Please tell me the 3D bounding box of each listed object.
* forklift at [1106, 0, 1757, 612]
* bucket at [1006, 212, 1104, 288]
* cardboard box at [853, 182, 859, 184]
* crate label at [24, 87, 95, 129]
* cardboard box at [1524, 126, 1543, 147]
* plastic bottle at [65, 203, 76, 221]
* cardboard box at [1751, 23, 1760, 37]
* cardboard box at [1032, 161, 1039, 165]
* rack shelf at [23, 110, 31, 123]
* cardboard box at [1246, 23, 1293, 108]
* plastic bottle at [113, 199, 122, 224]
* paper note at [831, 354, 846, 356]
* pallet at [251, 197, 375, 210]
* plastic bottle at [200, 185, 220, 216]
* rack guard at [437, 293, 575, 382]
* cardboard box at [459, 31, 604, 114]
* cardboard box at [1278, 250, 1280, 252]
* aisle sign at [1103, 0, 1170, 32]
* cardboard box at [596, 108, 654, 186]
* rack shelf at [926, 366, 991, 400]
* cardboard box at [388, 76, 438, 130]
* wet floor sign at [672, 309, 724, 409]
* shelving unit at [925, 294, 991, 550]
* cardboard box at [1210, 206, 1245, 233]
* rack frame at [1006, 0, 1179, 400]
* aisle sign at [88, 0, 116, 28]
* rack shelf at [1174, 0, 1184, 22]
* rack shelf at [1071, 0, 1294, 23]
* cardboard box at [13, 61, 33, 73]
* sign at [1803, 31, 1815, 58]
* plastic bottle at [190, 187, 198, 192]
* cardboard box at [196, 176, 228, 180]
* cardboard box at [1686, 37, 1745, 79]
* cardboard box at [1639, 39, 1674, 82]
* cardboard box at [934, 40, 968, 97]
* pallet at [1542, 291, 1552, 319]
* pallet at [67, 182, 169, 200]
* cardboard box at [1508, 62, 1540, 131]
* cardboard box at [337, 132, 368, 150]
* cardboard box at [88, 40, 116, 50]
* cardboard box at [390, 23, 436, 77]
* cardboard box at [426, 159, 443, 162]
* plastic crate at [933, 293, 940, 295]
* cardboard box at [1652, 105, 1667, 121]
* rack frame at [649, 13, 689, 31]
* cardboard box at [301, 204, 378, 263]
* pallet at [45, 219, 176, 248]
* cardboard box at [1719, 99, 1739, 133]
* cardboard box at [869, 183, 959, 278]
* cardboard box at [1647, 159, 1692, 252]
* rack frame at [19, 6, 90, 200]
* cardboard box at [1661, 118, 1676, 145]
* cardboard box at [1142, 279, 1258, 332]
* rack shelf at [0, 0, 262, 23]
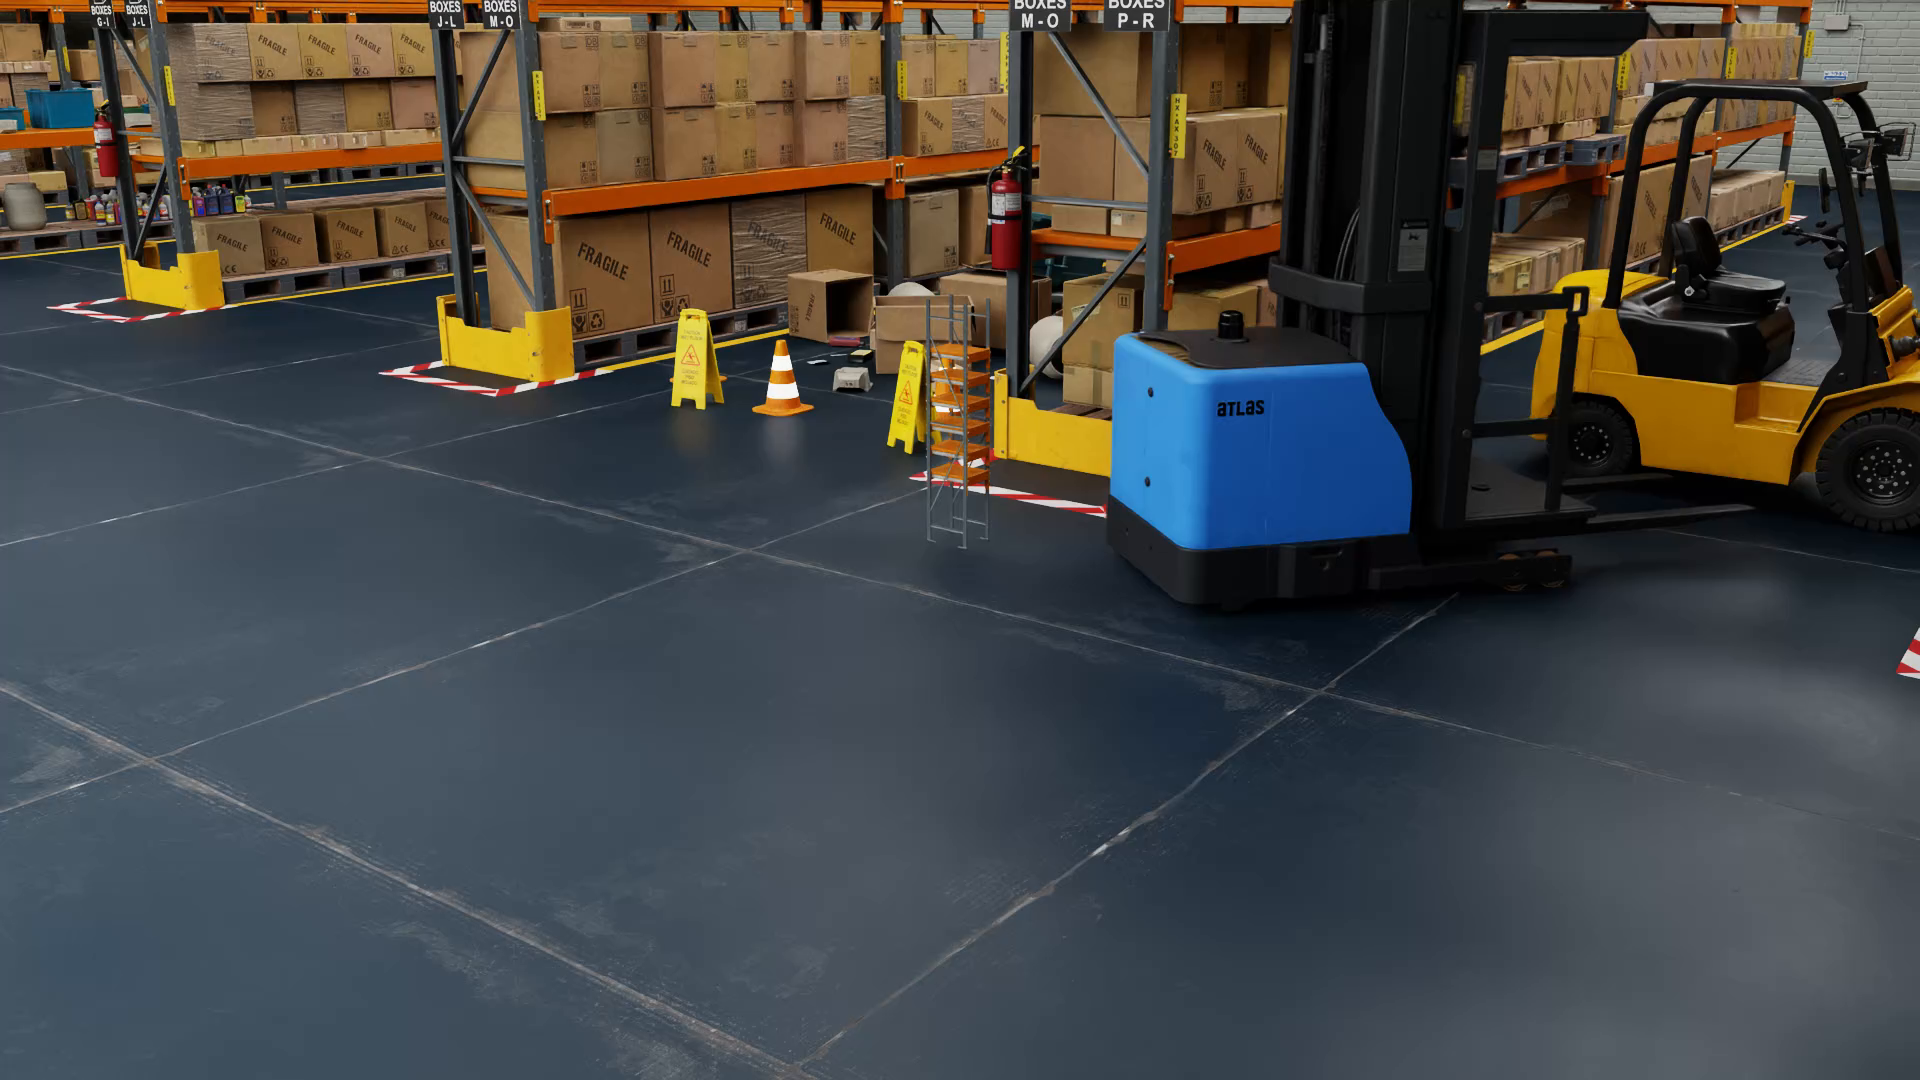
[{"bbox_3d":[2.275,-1.314,7.533,3.031,2.935,1.130,-5,18,-14],"label":"forklift"},{"bbox_3d":[0.820,-2.377,13.795,0.620,0.611,0.726,0,14,-35],"label":"bucket"},{"bbox_3d":[-2.062,-4.853,21.690,1.225,0.875,0.875,11,21,32],"label":"cardboard box"},{"bbox_3d":[-10.355,-4.980,19.162,0.502,0.435,0.616,12,21,35],"label":"crate label"},{"bbox_3d":[4.467,-3.265,13.415,0.380,0.149,0.250,13,22,37],"label":"cardboard box"},{"bbox_3d":[-10.493,-3.865,19.610,0.097,0.201,0.097,0,17,0],"label":"plastic bottle"},{"bbox_3d":[8.885,-5.812,18.952,0.380,0.149,0.250,12,21,33],"label":"cardboard box"},{"bbox_3d":[0.887,-6.003,25.391,0.875,0.875,0.875,12,21,35],"label":"cardboard box"},{"bbox_3d":[-14.019,-5.486,22.064,1.077,0.370,4.000,12,21,35],"label":"rack shelf"},{"bbox_3d":[1.768,-3.031,10.590,0.700,0.500,0.500,12,21,34],"label":"cardboard box"},{"bbox_3d":[-9.755,-3.817,19.316,0.061,0.283,0.133,13,21,36],"label":"plastic bottle"},{"bbox_3d":[-0.936,-1.426,12.817,0.123,0.001,0.032,-7,19,-22],"label":"paper note"},{"bbox_3d":[-8.415,-4.292,21.708,1.003,0.211,1.213,12,21,35],"label":"pallet"},{"bbox_3d":[-9.118,-4.124,20.192,0.144,0.351,0.185,11,20,32],"label":"plastic bottle"},{"bbox_3d":[-3.348,-1.502,12.236,1.175,0.500,0.348,12,21,35],"label":"rack guard"},{"bbox_3d":[-3.082,-3.370,11.964,0.875,0.550,0.550,12,21,35],"label":"cardboard box"},{"bbox_3d":[2.207,-1.826,11.730,0.500,0.500,0.500,13,22,37],"label":"cardboard box"},{"bbox_3d":[0.914,-3.022,8.535,0.394,0.787,0.004,12,21,35],"label":"aisle sign"},{"bbox_3d":[-2.839,-3.004,12.606,0.875,0.550,0.550,12,21,35],"label":"cardboard box"},{"bbox_3d":[-0.009,-0.756,7.997,0.258,0.103,0.180,12,21,35],"label":"rack shelf"},{"bbox_3d":[-5.735,-4.398,16.678,0.875,0.500,0.500,12,21,35],"label":"cardboard box"},{"bbox_3d":[-1.761,-1.220,11.084,0.267,0.644,0.232,8,19,25],"label":"wet floor sign"},{"bbox_3d":[-0.009,-0.570,8.055,0.258,1.200,0.189,12,21,35],"label":"shelving unit"},{"bbox_3d":[1.433,-1.886,9.683,0.380,0.149,0.250,12,21,33],"label":"cardboard box"},{"bbox_3d":[0.702,-1.850,9.144,1.000,3.000,0.127,12,21,35],"label":"rack frame"},{"bbox_3d":[-7.535,-4.881,14.521,0.394,0.787,0.004,12,21,35],"label":"aisle sign"},{"bbox_3d":[1.893,-3.416,10.340,1.077,0.370,4.000,12,21,35],"label":"rack shelf"},{"bbox_3d":[2.625,-6.172,19.215,1.077,0.370,4.000,12,21,35],"label":"rack shelf"},{"bbox_3d":[-12.966,-6.502,22.861,0.380,0.149,0.250,12,21,34],"label":"cardboard box"},{"bbox_3d":[10.663,-6.228,20.890,0.100,0.325,0.005,12,21,35],"label":"sign"},{"bbox_3d":[-9.564,-4.259,20.750,0.152,0.276,0.135,13,22,37],"label":"plastic bottle"},{"bbox_3d":[-11.472,-5.612,25.185,0.500,0.250,0.500,13,21,36],"label":"cardboard box"},{"bbox_3d":[8.330,-5.304,18.412,0.500,0.500,0.500,13,21,35],"label":"cardboard box"},{"bbox_3d":[6.567,-4.596,16.130,0.500,0.500,0.500,13,22,36],"label":"cardboard box"},{"bbox_3d":[-0.354,-4.421,15.568,0.700,0.500,0.500,12,21,34],"label":"cardboard box"},{"bbox_3d":[5.002,-2.238,15.095,1.003,0.211,1.213,12,21,35],"label":"pallet"},{"bbox_3d":[-12.420,-5.156,24.492,1.003,0.211,1.213,12,21,35],"label":"pallet"},{"bbox_3d":[4.198,-3.489,13.043,0.500,0.500,0.500,12,21,34],"label":"cardboard box"},{"bbox_3d":[-5.924,-3.847,15.999,0.380,0.149,0.250,12,21,35],"label":"cardboard box"},{"bbox_3d":[-14.786,-8.534,28.662,0.380,0.149,0.250,9,19,26],"label":"cardboard box"},{"bbox_3d":[-5.516,-4.828,16.375,0.500,0.500,0.500,12,21,35],"label":"cardboard box"},{"bbox_3d":[-9.026,-6.702,28.241,0.500,0.500,0.500,12,21,33],"label":"cardboard box"},{"bbox_3d":[-0.002,-2.065,14.481,0.662,0.188,0.450,-7,9,-22],"label":"plastic crate"},{"bbox_3d":[6.584,-4.239,16.247,0.500,0.250,0.500,12,21,34],"label":"cardboard box"},{"bbox_3d":[-5.677,-9.164,32.695,1.000,3.000,0.127,12,21,35],"label":"rack frame"},{"bbox_3d":[-6.155,-3.048,16.509,0.500,0.500,0.500,15,23,40],"label":"cardboard box"},{"bbox_3d":[-10.011,-3.653,19.652,1.003,0.211,1.213,12,21,35],"label":"pallet"},{"bbox_3d":[8.342,-4.822,18.544,0.500,0.500,0.500,13,22,36],"label":"cardboard box"},{"bbox_3d":[-0.653,-2.944,15.750,1.050,0.750,0.750,12,21,34],"label":"cardboard box"},{"bbox_3d":[7.015,-3.516,17.383,0.875,0.875,0.875,13,22,36],"label":"cardboard box"},{"bbox_3d":[-12.827,-6.306,23.491,1.000,3.000,0.127,12,21,35],"label":"rack frame"},{"bbox_3d":[6.862,-4.124,16.718,0.500,0.250,0.500,12,21,35],"label":"cardboard box"},{"bbox_3d":[1.418,-1.245,9.859,0.500,0.500,0.500,12,21,33],"label":"cardboard box"},{"bbox_3d":[-10.043,-6.042,18.798,1.077,0.370,4.000,12,21,35],"label":"rack shelf"}]
